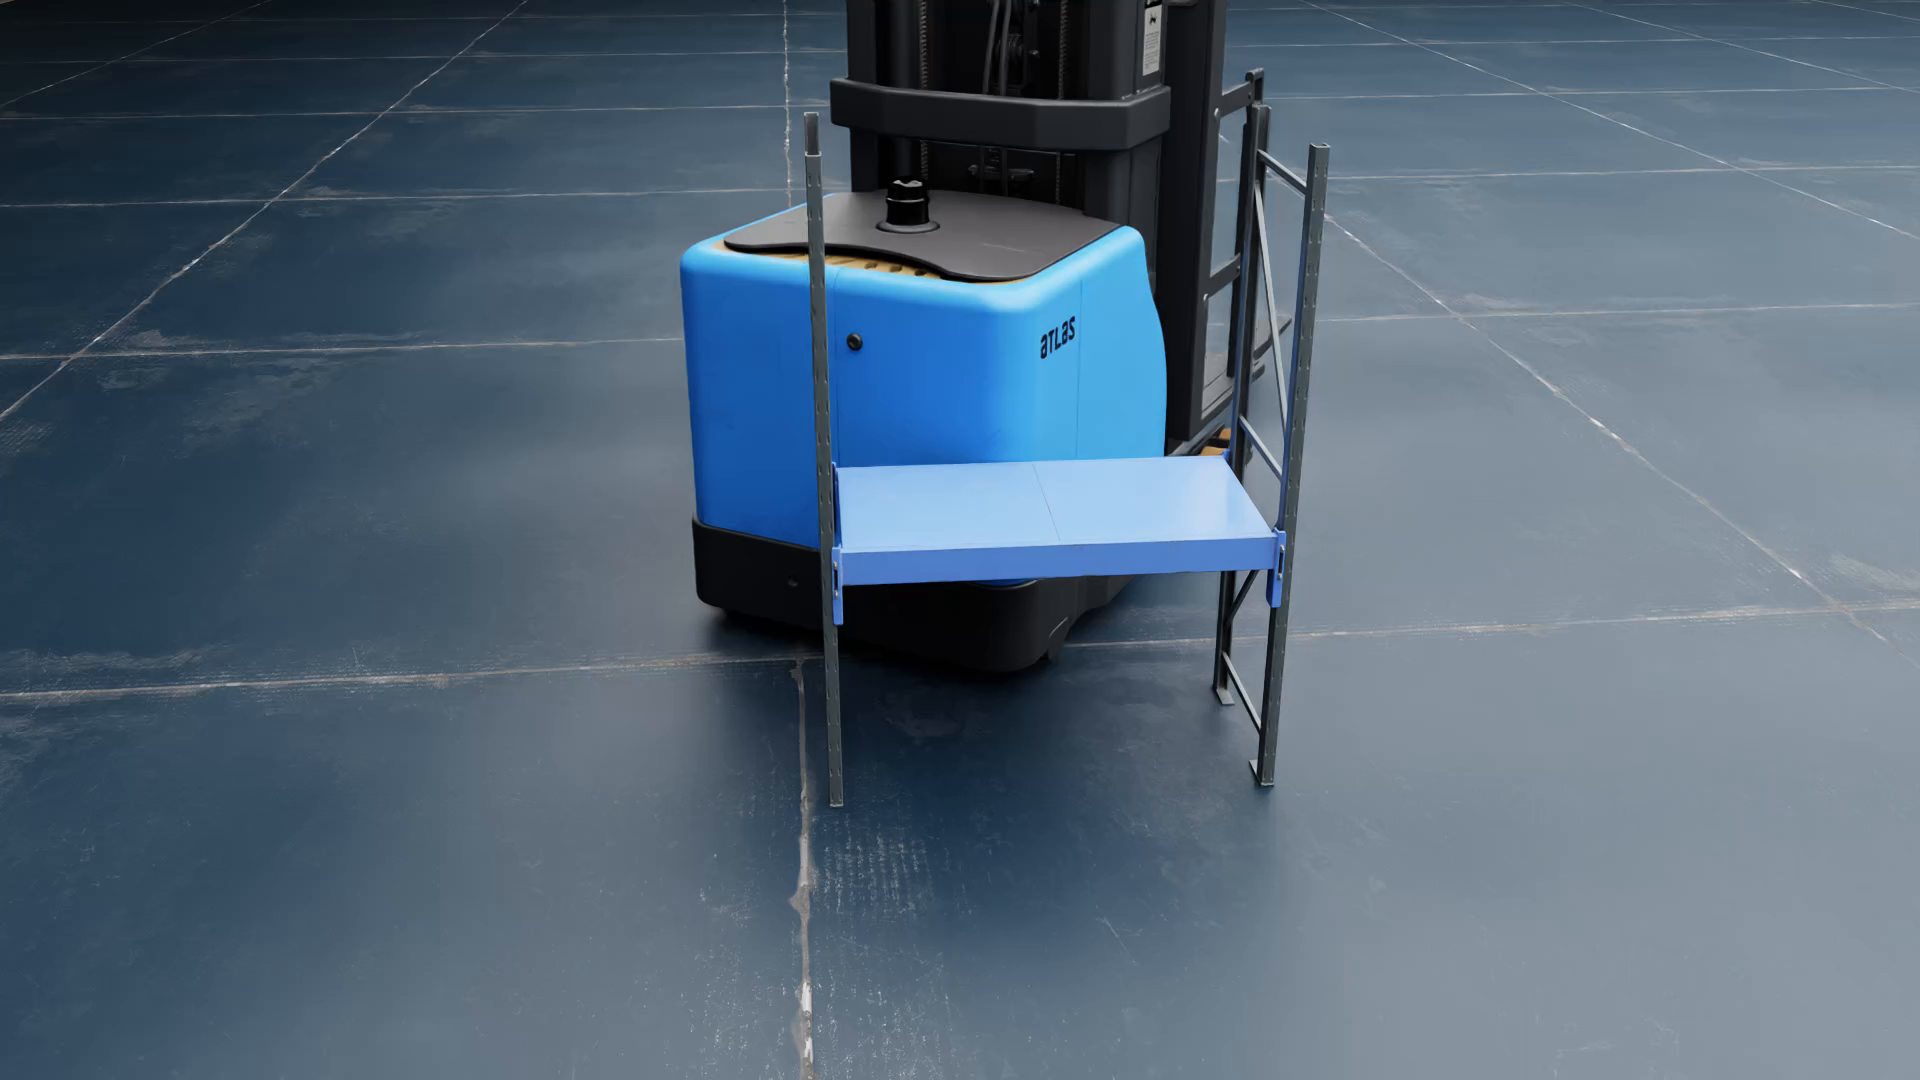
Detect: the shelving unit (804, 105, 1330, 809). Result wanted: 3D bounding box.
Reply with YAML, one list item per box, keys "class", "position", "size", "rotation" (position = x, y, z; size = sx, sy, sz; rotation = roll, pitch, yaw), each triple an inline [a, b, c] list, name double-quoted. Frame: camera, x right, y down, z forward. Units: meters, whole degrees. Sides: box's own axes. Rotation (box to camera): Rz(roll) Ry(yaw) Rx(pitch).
- class: "shelving unit"
  position: [0.198, -0.183, 3.815]
  size: [1.048, 1.500, 0.538]
  rotation: [-2, 24, -5]

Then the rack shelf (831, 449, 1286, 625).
- class: "rack shelf"
  position: [0.198, -0.019, 3.888]
  size: [1.000, 0.185, 0.538]
  rotation: [-2, 24, -5]

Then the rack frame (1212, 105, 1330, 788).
- class: "rack frame"
  position: [0.704, -0.202, 3.857]
  size: [0.032, 1.500, 0.500]
  rotation: [-2, 24, -5]

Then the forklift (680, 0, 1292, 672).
- class: "forklift"
  position: [0.365, -1.561, 5.153]
  size: [1.130, 2.935, 3.031]
  rotation: [12, 26, 24]

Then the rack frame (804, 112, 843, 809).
- class: "rack frame"
  position: [-0.308, -0.165, 3.774]
  size: [0.032, 1.500, 0.500]
  rotation: [-2, 24, -5]
